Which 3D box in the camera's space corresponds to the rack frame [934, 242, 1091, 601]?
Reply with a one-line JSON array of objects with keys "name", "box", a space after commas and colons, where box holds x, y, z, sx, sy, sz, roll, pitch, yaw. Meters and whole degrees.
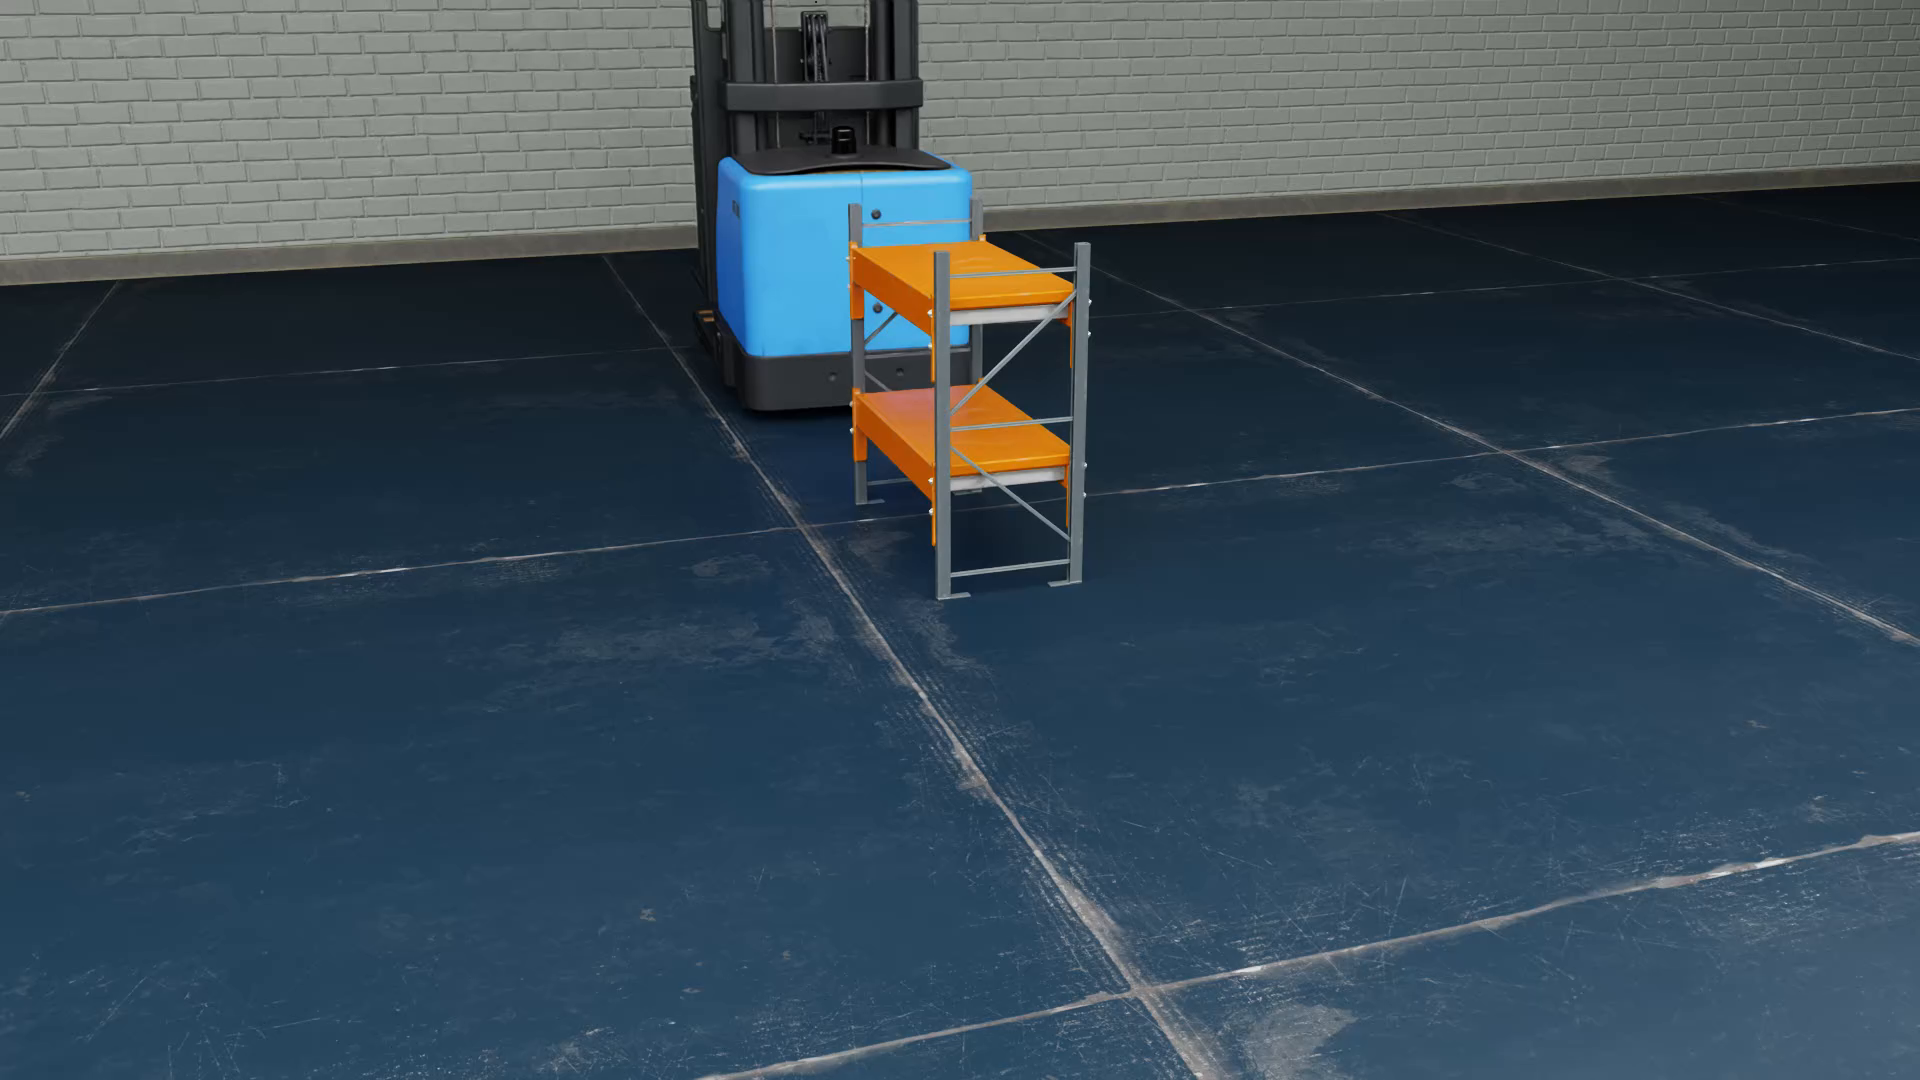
[{"name": "rack frame", "box": [0.162, -0.364, 5.266, 0.500, 1.125, 0.032, -6, 21, -17]}]

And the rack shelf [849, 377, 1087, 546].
[{"name": "rack shelf", "box": [0.002, -0.297, 5.803, 0.538, 0.278, 1.000, -6, 21, -17]}]

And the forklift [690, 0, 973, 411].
[{"name": "forklift", "box": [-0.804, -2.408, 8.285, 1.130, 2.935, 3.031, -5, 20, -14]}]

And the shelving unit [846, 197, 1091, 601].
[{"name": "shelving unit", "box": [0.002, -0.527, 5.720, 0.538, 1.125, 1.048, -6, 21, -17]}]

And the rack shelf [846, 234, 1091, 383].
[{"name": "rack shelf", "box": [0.002, -0.803, 5.621, 0.538, 0.278, 1.000, -6, 21, -17]}]

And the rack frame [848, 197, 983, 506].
[{"name": "rack frame", "box": [-0.158, -0.690, 6.174, 0.500, 1.125, 0.032, -6, 21, -17]}]
